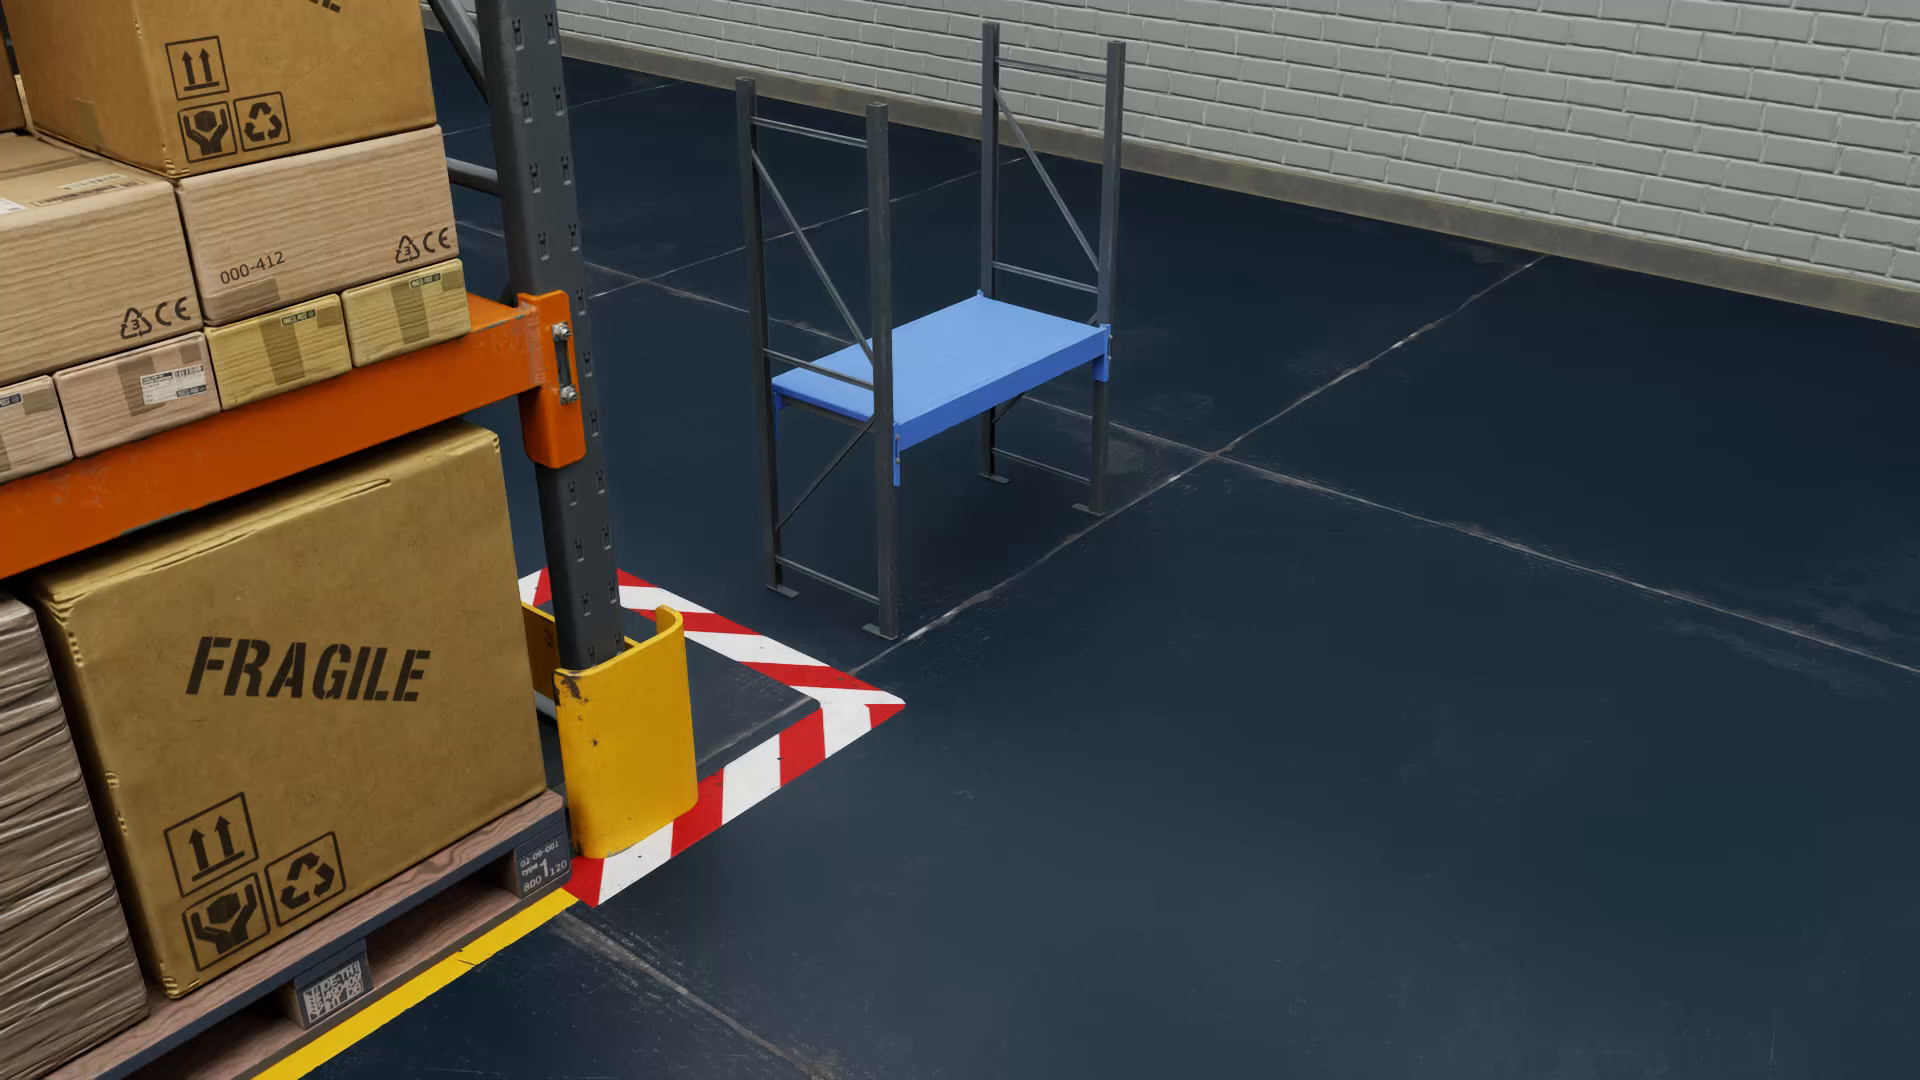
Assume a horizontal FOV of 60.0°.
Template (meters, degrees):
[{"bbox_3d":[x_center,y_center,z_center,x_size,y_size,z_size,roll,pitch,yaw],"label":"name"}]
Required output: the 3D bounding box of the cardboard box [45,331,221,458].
[{"bbox_3d":[-1.481,-0.292,2.824,0.380,0.149,0.250,21,34,35],"label":"cardboard box"}]

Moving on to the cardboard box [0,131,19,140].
[{"bbox_3d":[-2.023,-0.596,2.978,0.500,0.250,0.500,20,34,34],"label":"cardboard box"}]

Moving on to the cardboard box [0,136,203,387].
[{"bbox_3d":[-1.610,-0.445,2.685,0.500,0.250,0.500,20,33,34],"label":"cardboard box"}]

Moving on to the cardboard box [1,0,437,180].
[{"bbox_3d":[-1.291,-0.957,2.859,0.500,0.500,0.500,21,34,35],"label":"cardboard box"}]

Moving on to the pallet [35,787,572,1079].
[{"bbox_3d":[-1.632,0.737,3.596,1.003,0.211,1.213,21,34,34],"label":"pallet"}]

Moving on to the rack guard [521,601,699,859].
[{"bbox_3d":[-1.168,0.293,4.139,1.175,0.500,0.348,21,34,34],"label":"rack guard"}]

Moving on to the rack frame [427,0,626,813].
[{"bbox_3d":[-1.183,-0.808,3.548,1.000,3.000,0.127,21,34,34],"label":"rack frame"}]

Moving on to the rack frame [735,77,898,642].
[{"bbox_3d":[-0.378,-0.456,4.499,0.500,1.500,0.032,21,34,34],"label":"rack frame"}]

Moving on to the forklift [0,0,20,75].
[{"bbox_3d":[-3.584,-1.861,5.658,3.031,2.935,1.130,3,28,6],"label":"forklift"}]

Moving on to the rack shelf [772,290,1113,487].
[{"bbox_3d":[-0.054,-0.476,4.930,0.538,0.185,1.000,21,34,34],"label":"rack shelf"}]

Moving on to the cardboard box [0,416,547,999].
[{"bbox_3d":[-1.529,0.199,3.456,0.875,0.875,0.875,21,34,34],"label":"cardboard box"}]

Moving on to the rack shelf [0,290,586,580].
[{"bbox_3d":[-2.456,0.220,2.342,1.077,0.370,4.000,21,34,34],"label":"rack shelf"}]

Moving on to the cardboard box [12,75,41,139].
[{"bbox_3d":[-1.697,-0.783,3.338,0.500,0.250,0.500,20,33,33],"label":"cardboard box"}]

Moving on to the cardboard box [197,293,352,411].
[{"bbox_3d":[-1.320,-0.382,2.996,0.380,0.149,0.250,21,34,35],"label":"cardboard box"}]

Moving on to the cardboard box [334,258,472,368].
[{"bbox_3d":[-1.156,-0.474,3.176,0.380,0.149,0.250,22,34,35],"label":"cardboard box"}]

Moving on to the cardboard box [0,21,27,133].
[{"bbox_3d":[-2.015,-0.938,2.823,0.500,0.500,0.500,20,33,33],"label":"cardboard box"}]

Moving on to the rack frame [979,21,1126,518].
[{"bbox_3d":[0.269,-0.816,5.195,0.500,1.500,0.032,21,34,34],"label":"rack frame"}]

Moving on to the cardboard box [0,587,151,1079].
[{"bbox_3d":[-2.108,0.522,2.832,0.875,0.875,0.875,21,34,34],"label":"cardboard box"}]

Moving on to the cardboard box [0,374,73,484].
[{"bbox_3d":[-1.641,-0.204,2.654,0.380,0.149,0.250,21,34,35],"label":"cardboard box"}]

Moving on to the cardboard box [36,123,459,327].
[{"bbox_3d":[-1.287,-0.624,3.032,0.500,0.250,0.500,20,33,34],"label":"cardboard box"}]

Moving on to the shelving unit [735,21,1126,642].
[{"bbox_3d":[-0.054,-0.636,4.847,0.538,1.500,1.048,21,34,34],"label":"shelving unit"}]
